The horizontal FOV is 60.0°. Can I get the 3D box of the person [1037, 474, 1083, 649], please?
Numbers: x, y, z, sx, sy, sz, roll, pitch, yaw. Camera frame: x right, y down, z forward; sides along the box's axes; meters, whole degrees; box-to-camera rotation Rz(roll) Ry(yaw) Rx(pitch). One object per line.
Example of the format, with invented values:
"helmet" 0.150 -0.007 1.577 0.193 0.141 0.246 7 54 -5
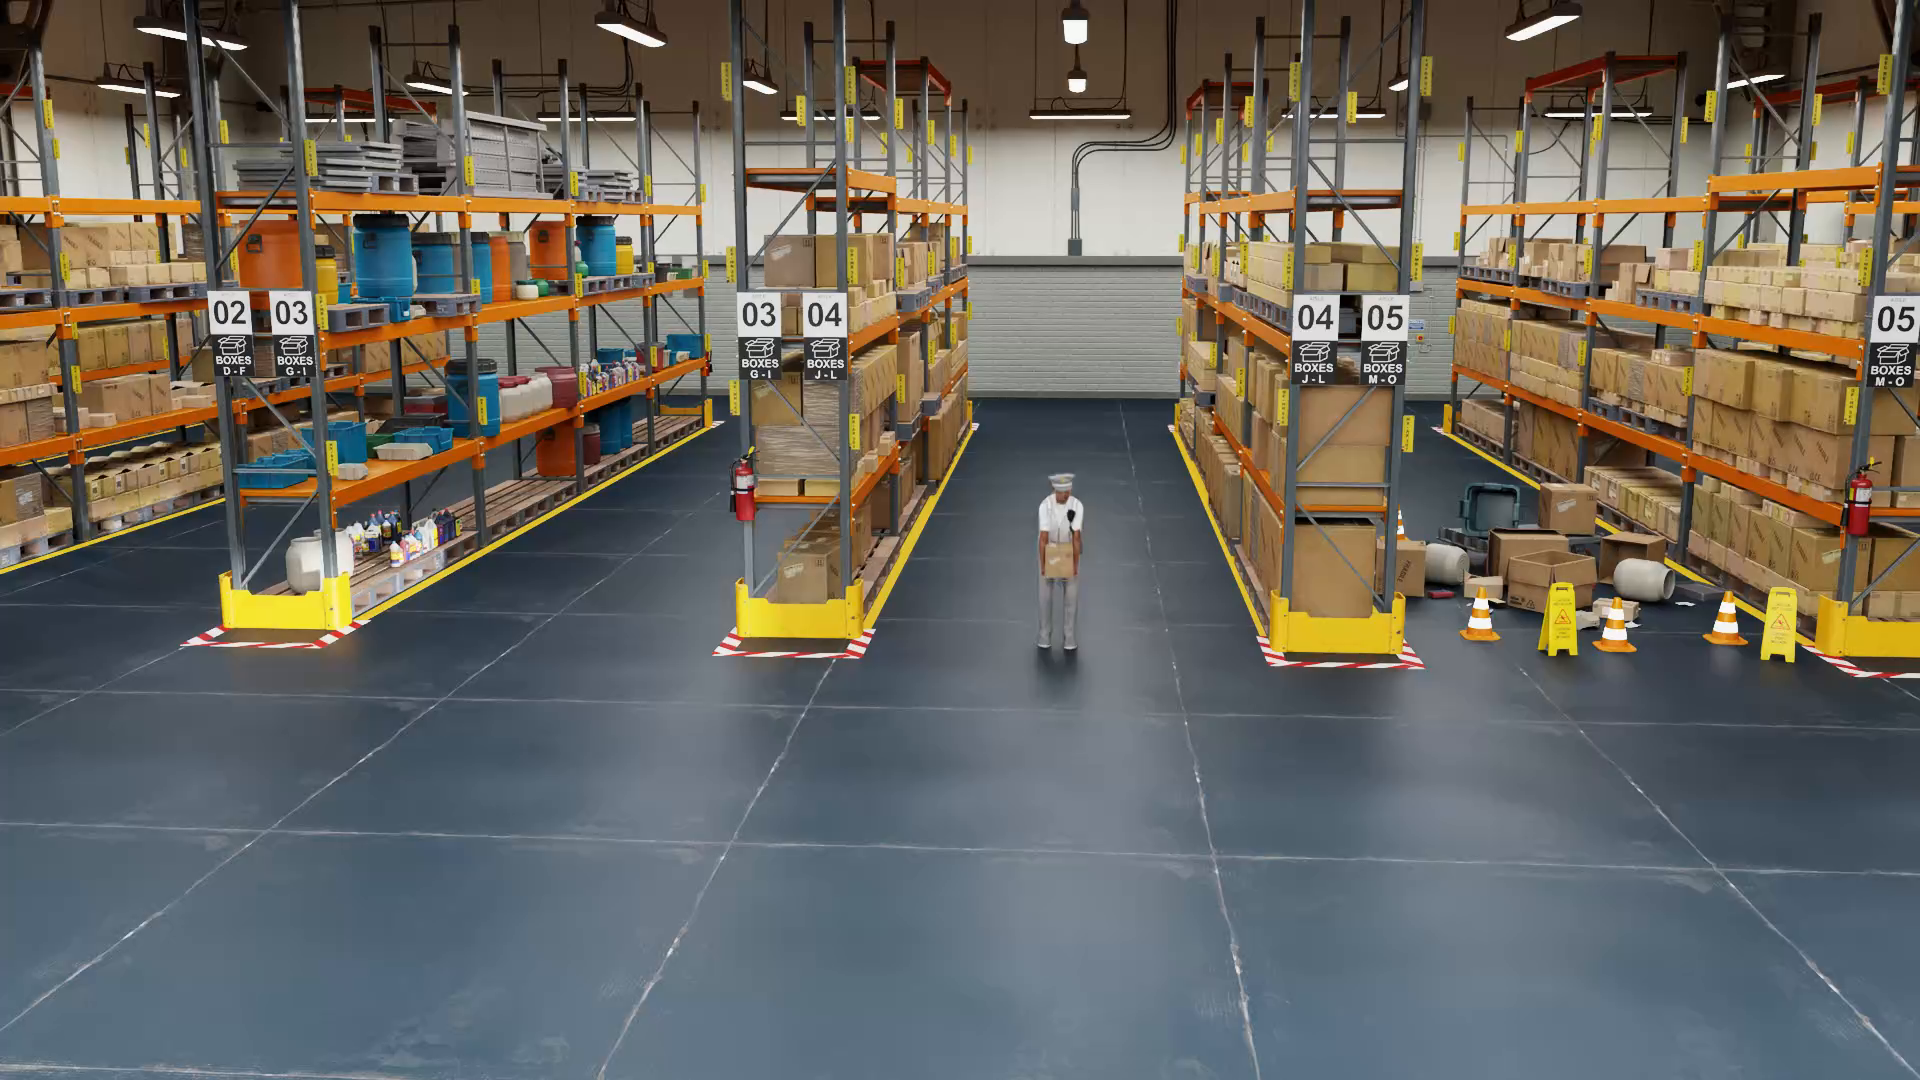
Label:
"person" 0.908 0.184 15.100 0.414 1.623 0.561 1 11 3
